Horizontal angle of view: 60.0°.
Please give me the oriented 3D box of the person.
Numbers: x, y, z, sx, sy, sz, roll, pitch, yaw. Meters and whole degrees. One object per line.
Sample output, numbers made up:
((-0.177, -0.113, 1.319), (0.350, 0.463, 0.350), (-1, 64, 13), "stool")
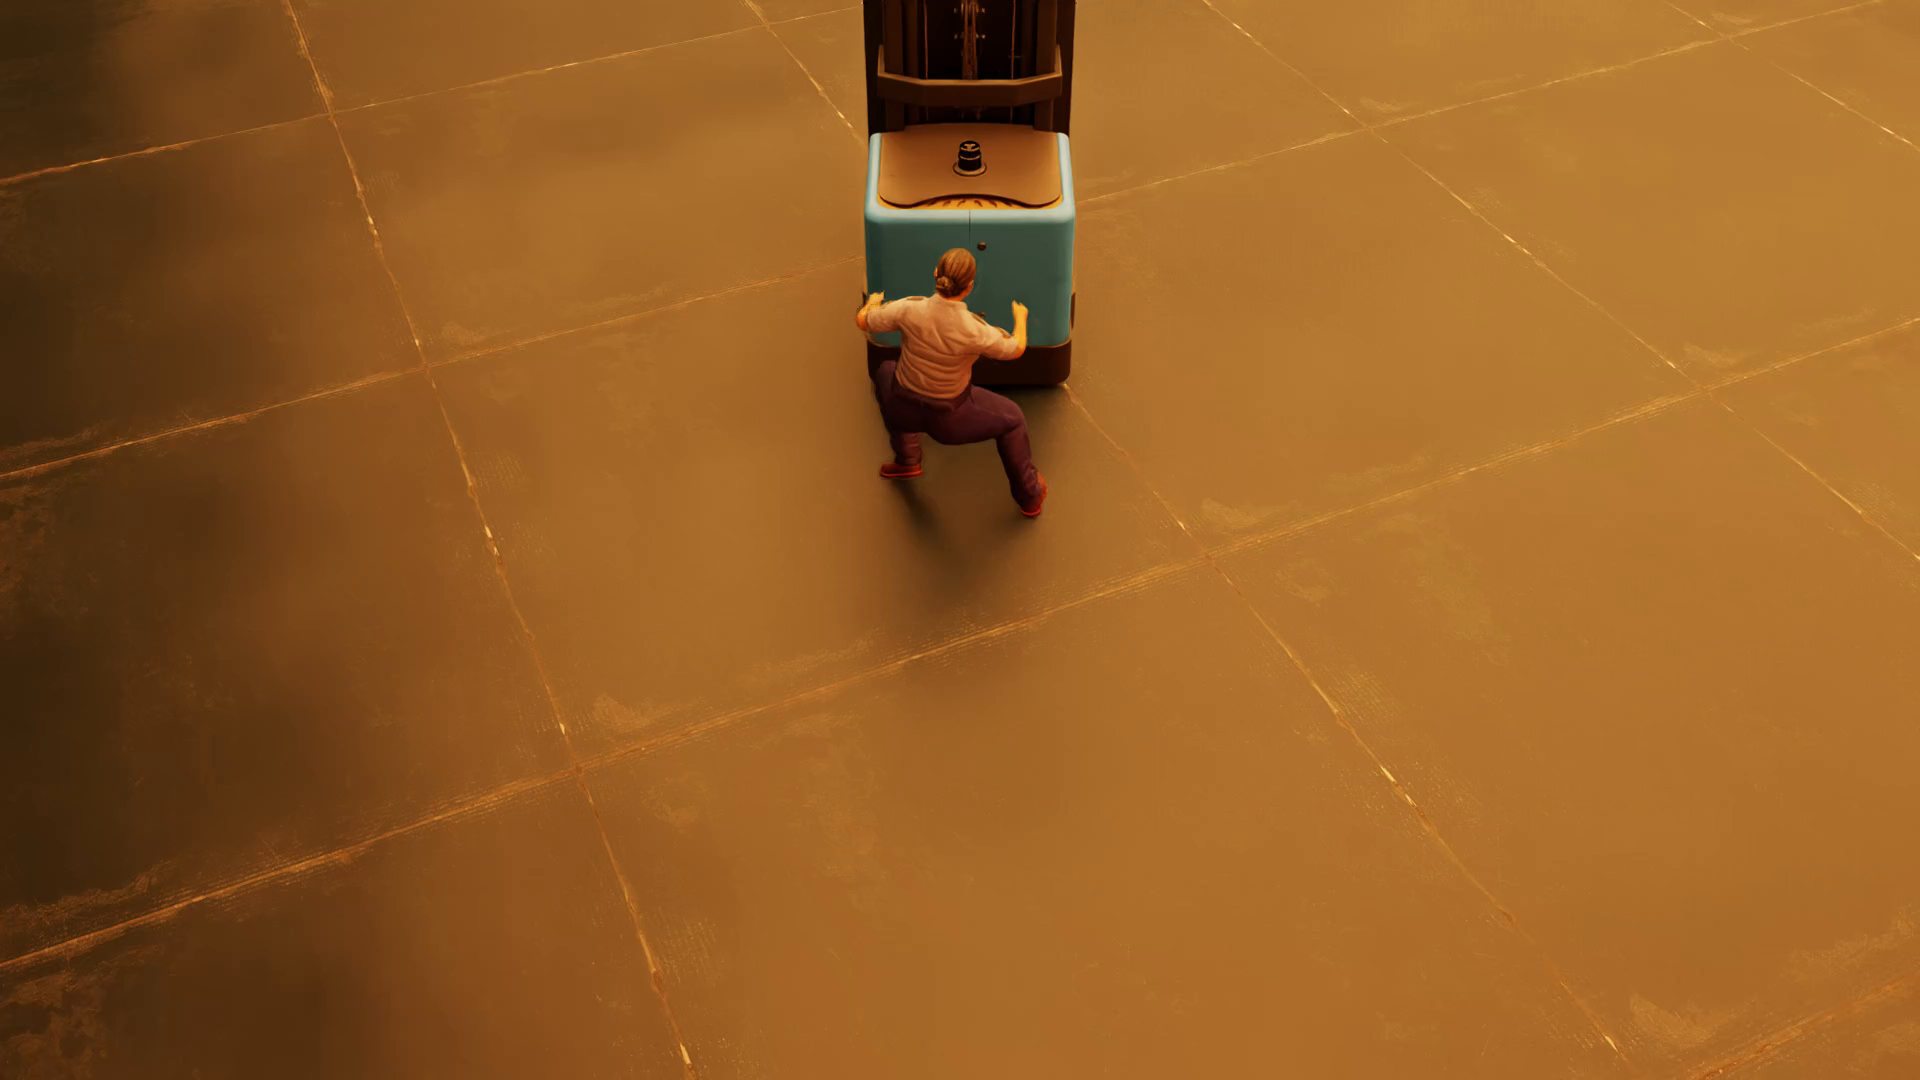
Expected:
((-0.036, -0.773, 7.590), (0.909, 1.455, 0.706), (12, 44, 13), "person")

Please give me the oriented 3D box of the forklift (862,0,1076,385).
((0.047, -2.853, 8.738), (1.130, 2.935, 3.031), (0, 43, 0), "forklift")
